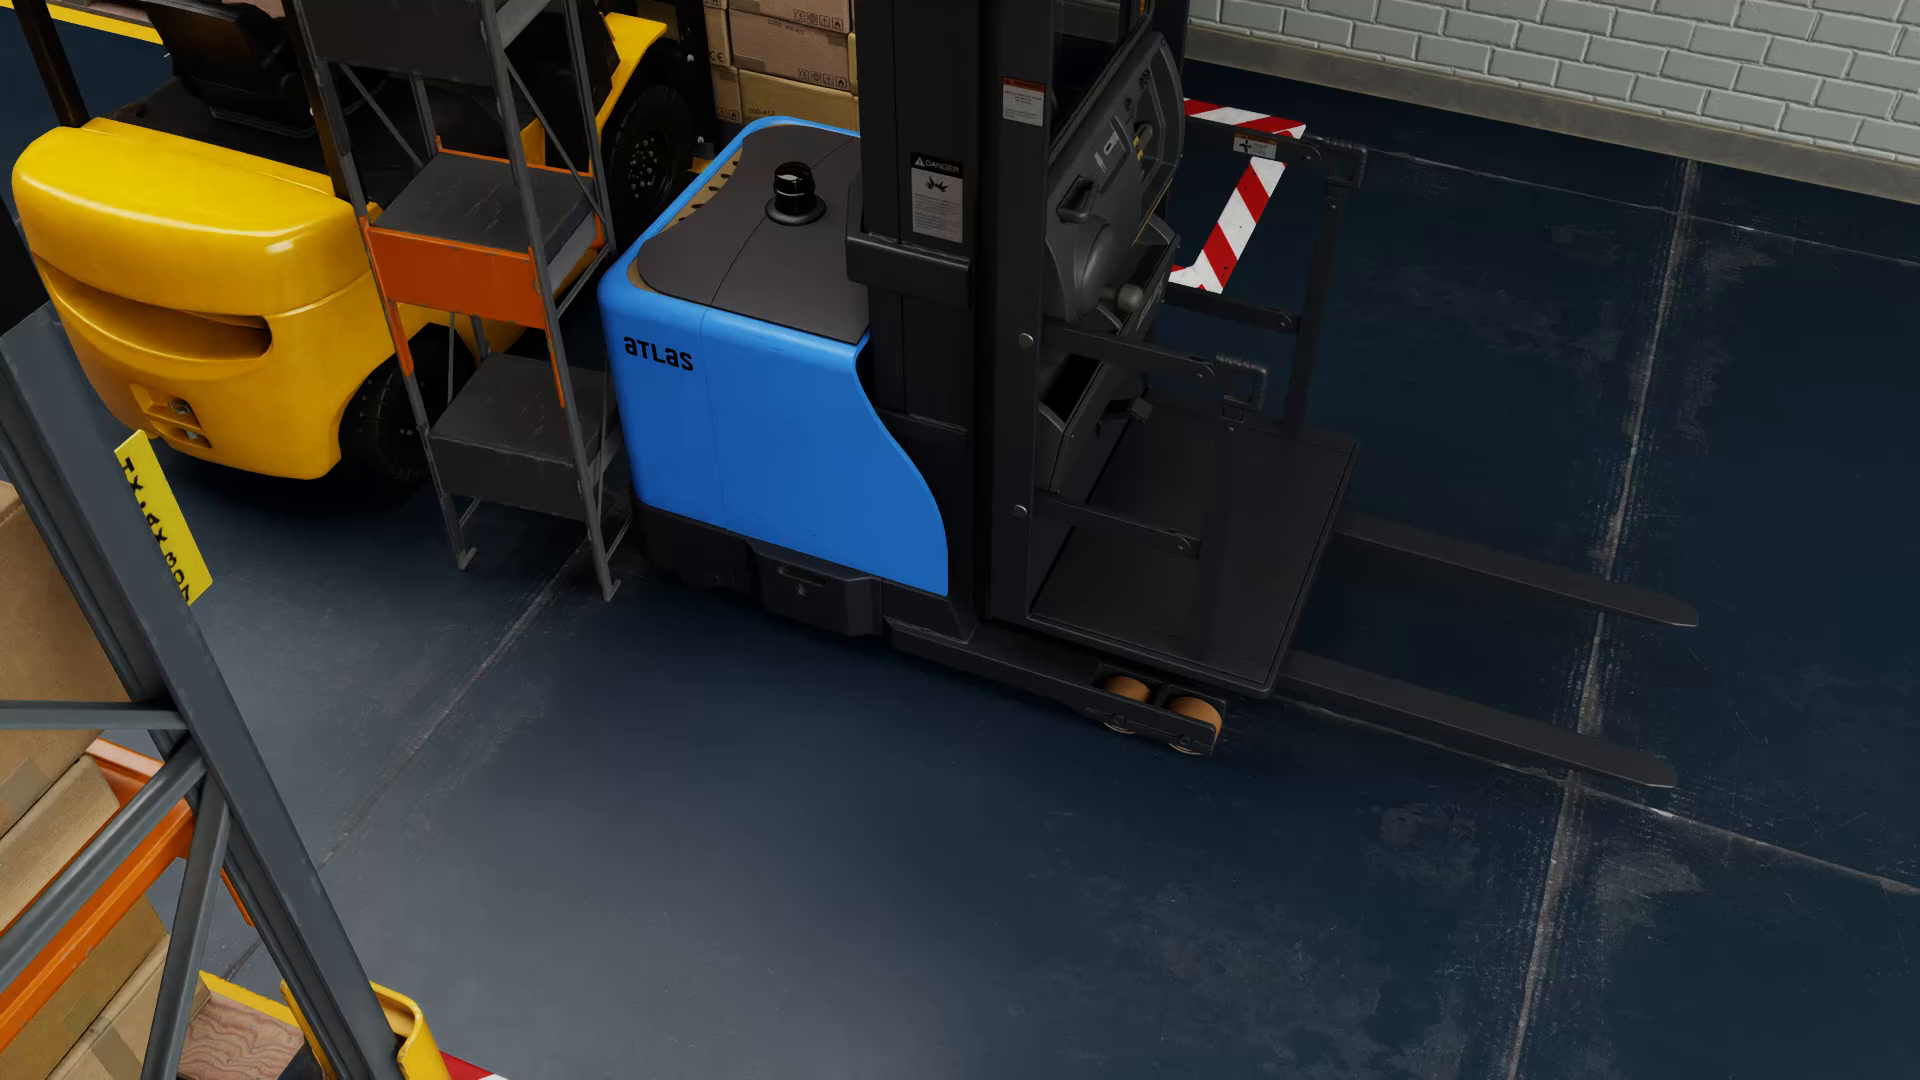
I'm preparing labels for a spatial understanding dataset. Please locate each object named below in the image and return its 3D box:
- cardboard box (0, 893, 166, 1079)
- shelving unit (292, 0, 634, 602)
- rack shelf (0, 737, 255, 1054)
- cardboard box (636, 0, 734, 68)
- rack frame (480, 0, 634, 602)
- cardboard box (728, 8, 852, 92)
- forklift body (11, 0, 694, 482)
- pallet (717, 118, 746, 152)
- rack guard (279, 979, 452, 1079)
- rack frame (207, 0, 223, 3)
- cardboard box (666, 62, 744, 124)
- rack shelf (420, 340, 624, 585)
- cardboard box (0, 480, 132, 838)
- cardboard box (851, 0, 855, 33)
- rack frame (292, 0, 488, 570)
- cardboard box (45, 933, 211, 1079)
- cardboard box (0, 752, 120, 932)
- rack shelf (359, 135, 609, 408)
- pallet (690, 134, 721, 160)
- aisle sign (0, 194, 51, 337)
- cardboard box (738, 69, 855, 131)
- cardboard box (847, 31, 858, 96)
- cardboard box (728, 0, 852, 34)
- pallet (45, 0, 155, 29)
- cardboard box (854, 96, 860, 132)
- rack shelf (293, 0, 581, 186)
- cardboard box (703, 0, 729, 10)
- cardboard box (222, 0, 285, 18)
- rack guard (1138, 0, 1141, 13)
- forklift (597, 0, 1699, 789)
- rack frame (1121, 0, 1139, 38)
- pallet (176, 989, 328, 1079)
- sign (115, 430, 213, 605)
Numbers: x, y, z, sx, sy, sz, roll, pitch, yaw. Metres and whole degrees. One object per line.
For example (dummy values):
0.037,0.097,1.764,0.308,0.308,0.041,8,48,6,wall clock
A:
-2.091,0.799,3.440,0.500,0.500,0.500,15,47,15,cardboard box
-1.246,-0.737,4.499,0.503,2.100,0.431,12,46,11,shelving unit
-3.276,0.356,3.275,4.000,0.370,1.077,16,47,16,rack shelf
-1.036,-2.138,6.569,0.500,0.250,0.500,15,47,15,cardboard box
-1.011,-0.689,4.454,0.015,2.100,0.400,12,46,11,rack frame
-0.551,-2.011,6.442,0.500,0.250,0.500,16,47,15,cardboard box
-1.975,-1.614,5.348,1.214,2.155,2.313,16,47,16,forklift body
-0.245,-1.780,6.889,1.213,0.211,1.003,16,47,16,pallet
-1.500,1.510,3.378,0.348,0.500,1.175,16,47,16,rack guard
-3.214,-3.674,6.816,0.127,3.000,1.000,16,47,16,rack frame
-0.992,-1.967,6.752,0.500,0.250,0.500,17,47,16,cardboard box
-1.252,-0.233,5.004,0.480,0.518,0.431,12,46,11,rack shelf
-1.761,0.194,2.646,0.500,0.500,0.500,16,47,15,cardboard box
-0.068,-2.038,6.115,0.500,0.250,0.500,18,48,17,cardboard box
-1.481,-0.785,4.544,0.015,2.100,0.400,12,46,11,rack frame
-2.068,1.071,3.699,0.500,0.250,0.500,16,47,16,cardboard box
-1.664,0.506,2.793,0.250,0.149,0.380,17,47,16,cardboard box
-1.246,-0.728,4.509,0.480,0.518,0.431,12,46,11,rack shelf
-1.367,-2.112,7.223,1.213,0.211,1.003,16,47,16,pallet
-1.254,-0.462,1.745,0.004,0.787,0.394,16,47,16,aisle sign
-0.533,-1.825,6.609,0.500,0.250,0.500,16,47,16,cardboard box
-0.092,-1.868,6.298,0.500,0.250,0.500,16,47,15,cardboard box
-0.541,-2.173,6.250,0.500,0.250,0.500,17,47,17,cardboard box
-3.909,-2.860,7.975,1.213,0.211,1.003,16,47,16,pallet
-0.078,-1.684,6.467,0.500,0.250,0.500,17,47,16,cardboard box
-1.240,-1.223,4.014,0.480,0.518,0.431,12,46,11,rack shelf
-1.011,-2.304,6.382,0.500,0.250,0.500,17,47,16,cardboard box
-2.895,-2.501,7.289,0.500,0.250,0.500,17,47,16,cardboard box
0.499,-1.695,6.599,0.348,0.500,1.175,16,47,16,rack guard
0.576,-0.869,4.046,3.031,2.935,1.130,16,47,16,forklift
0.477,-2.588,5.724,0.127,3.000,1.000,16,47,16,rack frame
-2.237,1.369,3.725,1.213,0.211,1.003,16,47,16,pallet
-1.222,-0.016,2.525,0.005,0.325,0.100,16,47,16,sign
